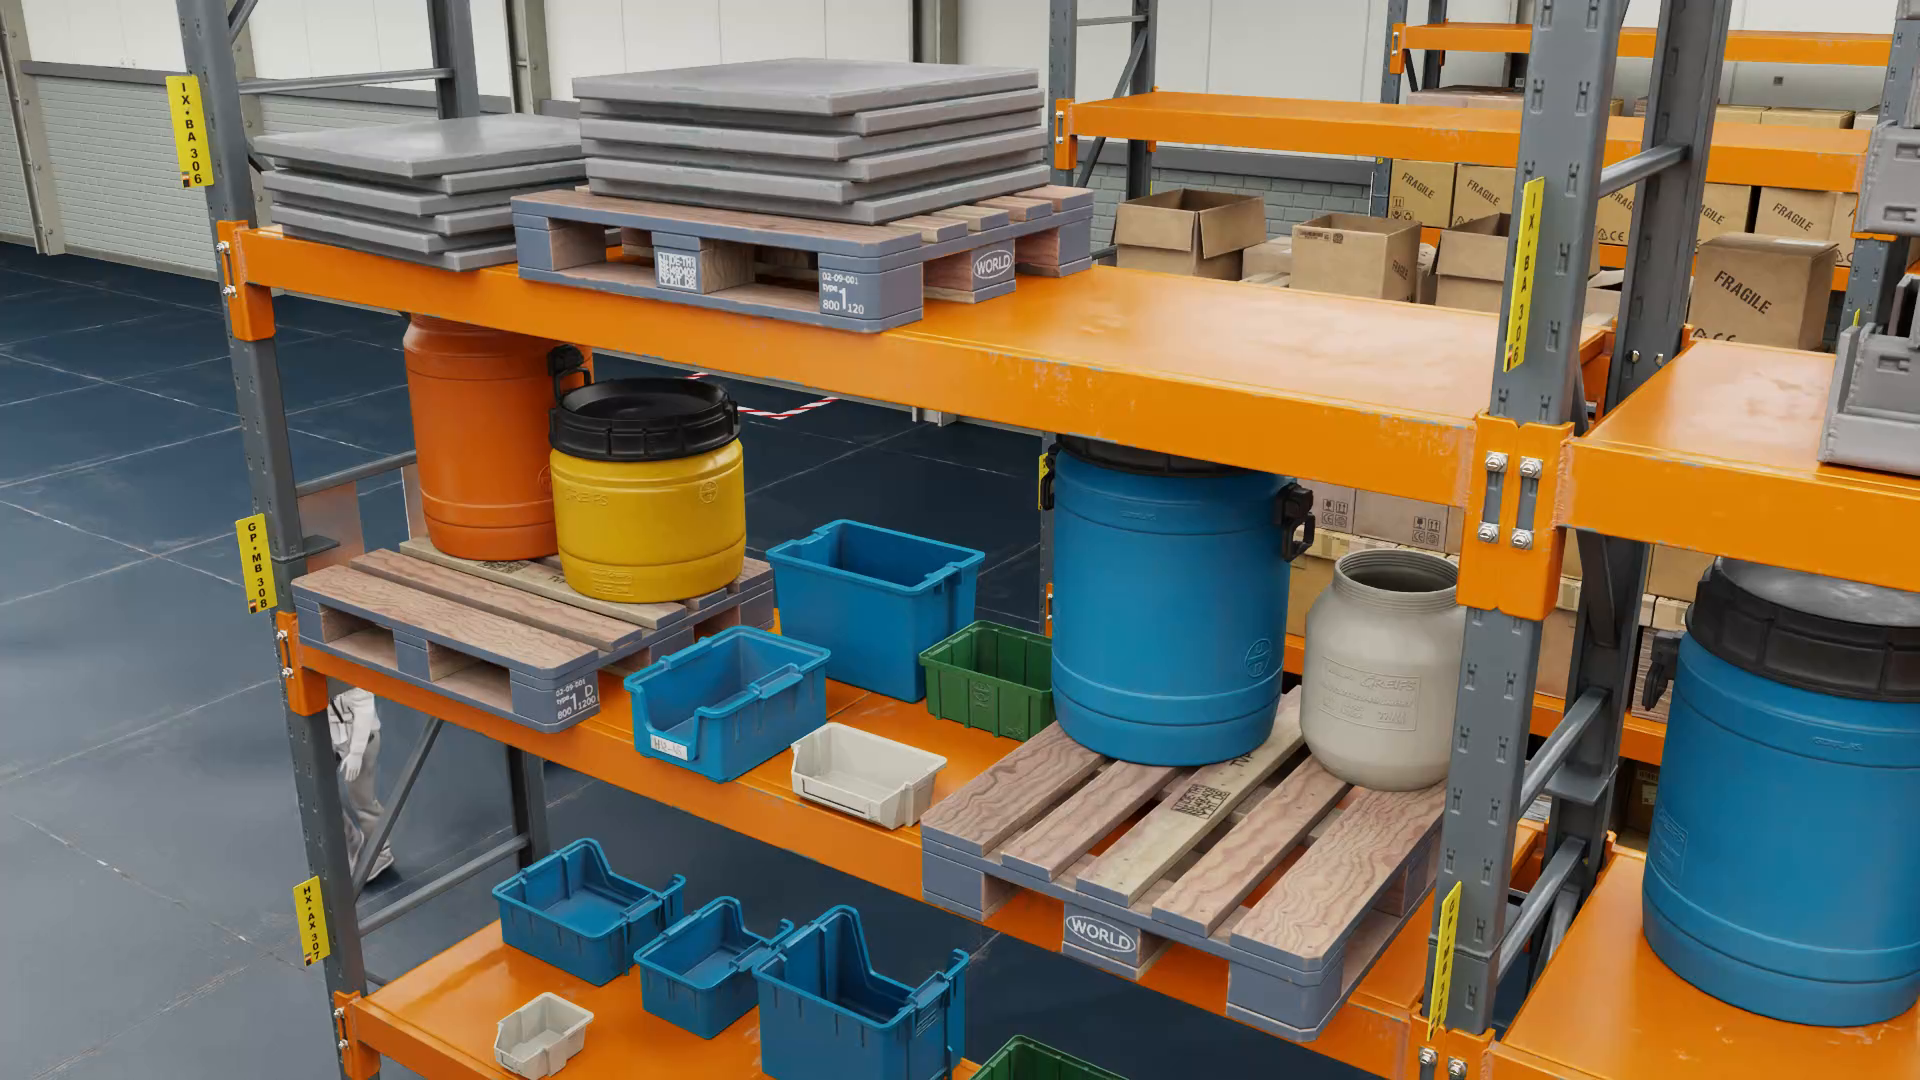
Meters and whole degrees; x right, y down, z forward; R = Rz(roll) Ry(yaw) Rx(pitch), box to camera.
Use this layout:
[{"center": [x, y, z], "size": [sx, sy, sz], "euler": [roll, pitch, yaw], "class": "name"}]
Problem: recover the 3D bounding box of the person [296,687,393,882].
[{"center": [-3.338, 1.101, 8.974], "size": [0.478, 1.720, 0.445], "euler": [11, 23, 29], "class": "person"}]
